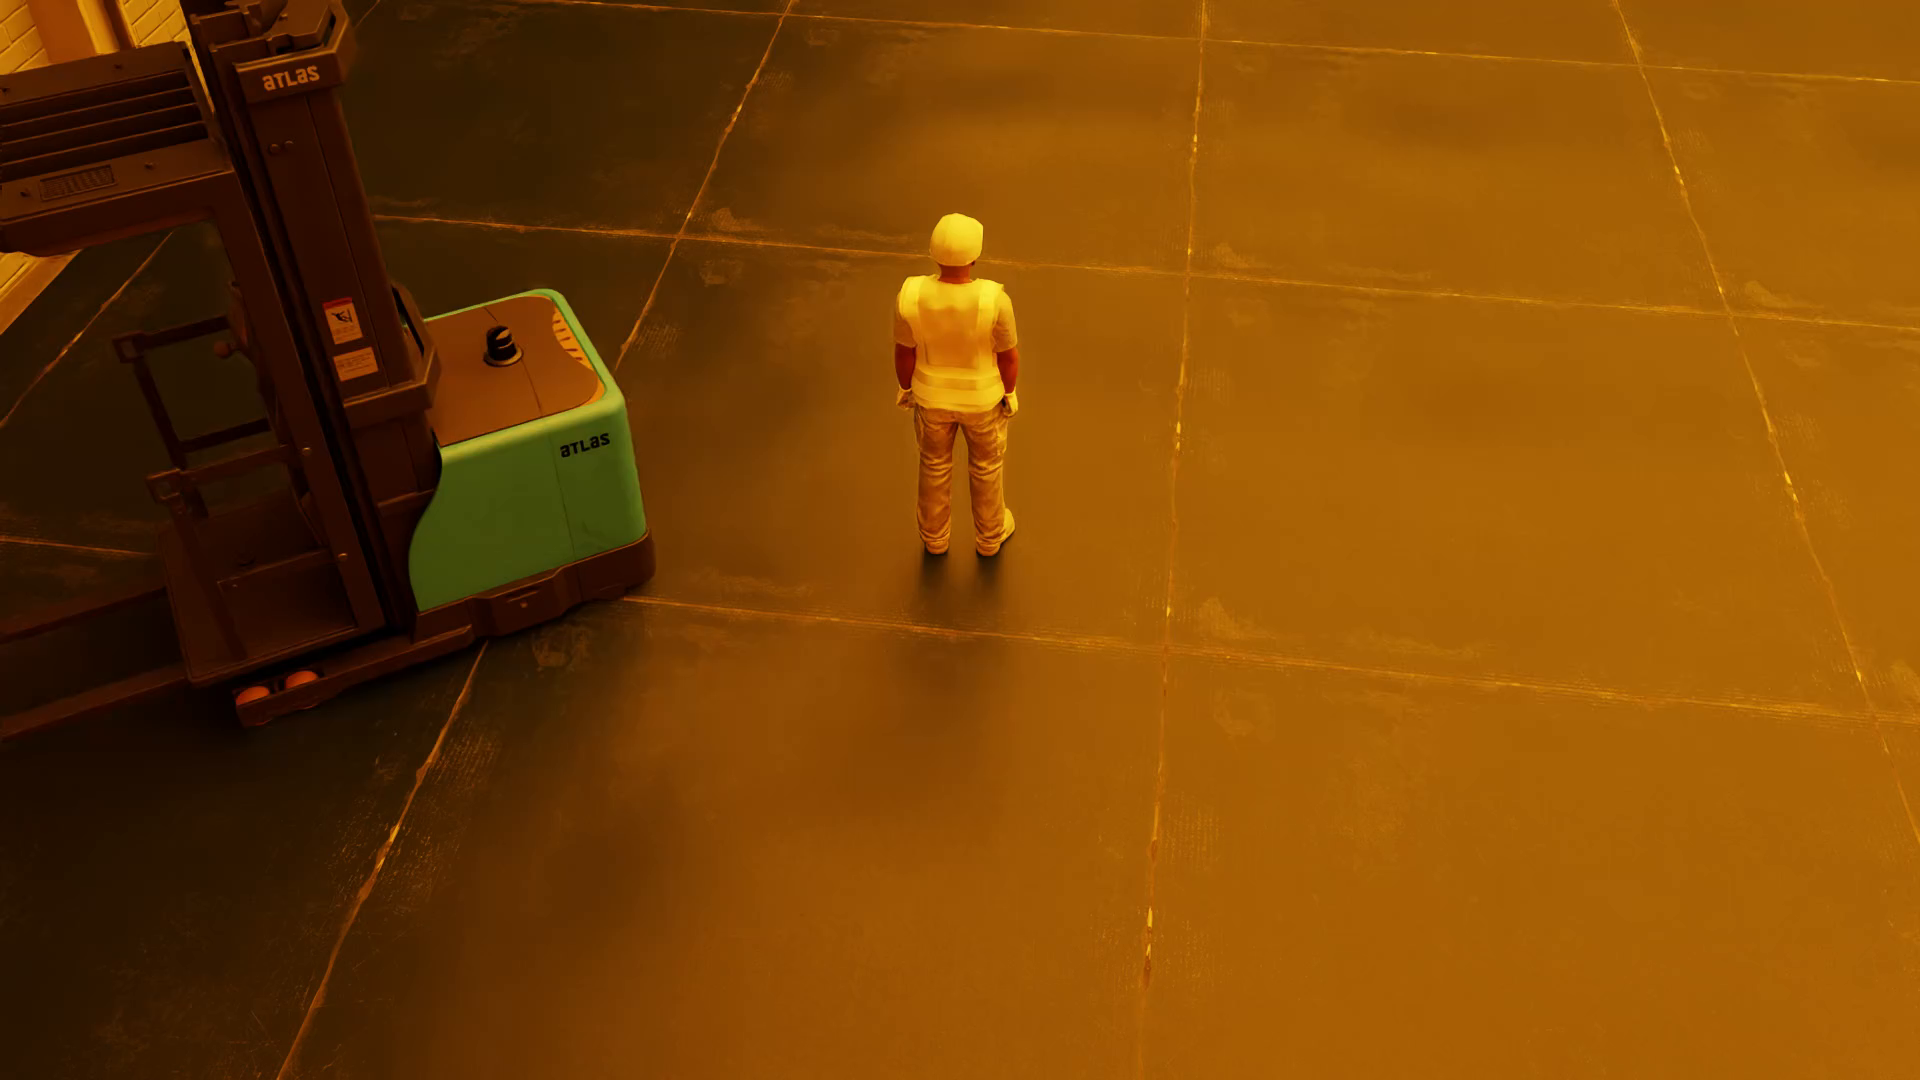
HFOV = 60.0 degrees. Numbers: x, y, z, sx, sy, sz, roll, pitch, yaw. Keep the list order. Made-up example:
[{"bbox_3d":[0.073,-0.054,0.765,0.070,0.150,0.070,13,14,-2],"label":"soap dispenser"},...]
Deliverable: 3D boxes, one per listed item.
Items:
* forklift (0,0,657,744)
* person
[{"bbox_3d":[-2.944,-0.708,6.495,3.031,2.935,1.130,-19,46,-20],"label":"forklift"},{"bbox_3d":[-0.010,-0.661,7.292,0.542,1.789,0.382,5,43,6],"label":"person"}]
